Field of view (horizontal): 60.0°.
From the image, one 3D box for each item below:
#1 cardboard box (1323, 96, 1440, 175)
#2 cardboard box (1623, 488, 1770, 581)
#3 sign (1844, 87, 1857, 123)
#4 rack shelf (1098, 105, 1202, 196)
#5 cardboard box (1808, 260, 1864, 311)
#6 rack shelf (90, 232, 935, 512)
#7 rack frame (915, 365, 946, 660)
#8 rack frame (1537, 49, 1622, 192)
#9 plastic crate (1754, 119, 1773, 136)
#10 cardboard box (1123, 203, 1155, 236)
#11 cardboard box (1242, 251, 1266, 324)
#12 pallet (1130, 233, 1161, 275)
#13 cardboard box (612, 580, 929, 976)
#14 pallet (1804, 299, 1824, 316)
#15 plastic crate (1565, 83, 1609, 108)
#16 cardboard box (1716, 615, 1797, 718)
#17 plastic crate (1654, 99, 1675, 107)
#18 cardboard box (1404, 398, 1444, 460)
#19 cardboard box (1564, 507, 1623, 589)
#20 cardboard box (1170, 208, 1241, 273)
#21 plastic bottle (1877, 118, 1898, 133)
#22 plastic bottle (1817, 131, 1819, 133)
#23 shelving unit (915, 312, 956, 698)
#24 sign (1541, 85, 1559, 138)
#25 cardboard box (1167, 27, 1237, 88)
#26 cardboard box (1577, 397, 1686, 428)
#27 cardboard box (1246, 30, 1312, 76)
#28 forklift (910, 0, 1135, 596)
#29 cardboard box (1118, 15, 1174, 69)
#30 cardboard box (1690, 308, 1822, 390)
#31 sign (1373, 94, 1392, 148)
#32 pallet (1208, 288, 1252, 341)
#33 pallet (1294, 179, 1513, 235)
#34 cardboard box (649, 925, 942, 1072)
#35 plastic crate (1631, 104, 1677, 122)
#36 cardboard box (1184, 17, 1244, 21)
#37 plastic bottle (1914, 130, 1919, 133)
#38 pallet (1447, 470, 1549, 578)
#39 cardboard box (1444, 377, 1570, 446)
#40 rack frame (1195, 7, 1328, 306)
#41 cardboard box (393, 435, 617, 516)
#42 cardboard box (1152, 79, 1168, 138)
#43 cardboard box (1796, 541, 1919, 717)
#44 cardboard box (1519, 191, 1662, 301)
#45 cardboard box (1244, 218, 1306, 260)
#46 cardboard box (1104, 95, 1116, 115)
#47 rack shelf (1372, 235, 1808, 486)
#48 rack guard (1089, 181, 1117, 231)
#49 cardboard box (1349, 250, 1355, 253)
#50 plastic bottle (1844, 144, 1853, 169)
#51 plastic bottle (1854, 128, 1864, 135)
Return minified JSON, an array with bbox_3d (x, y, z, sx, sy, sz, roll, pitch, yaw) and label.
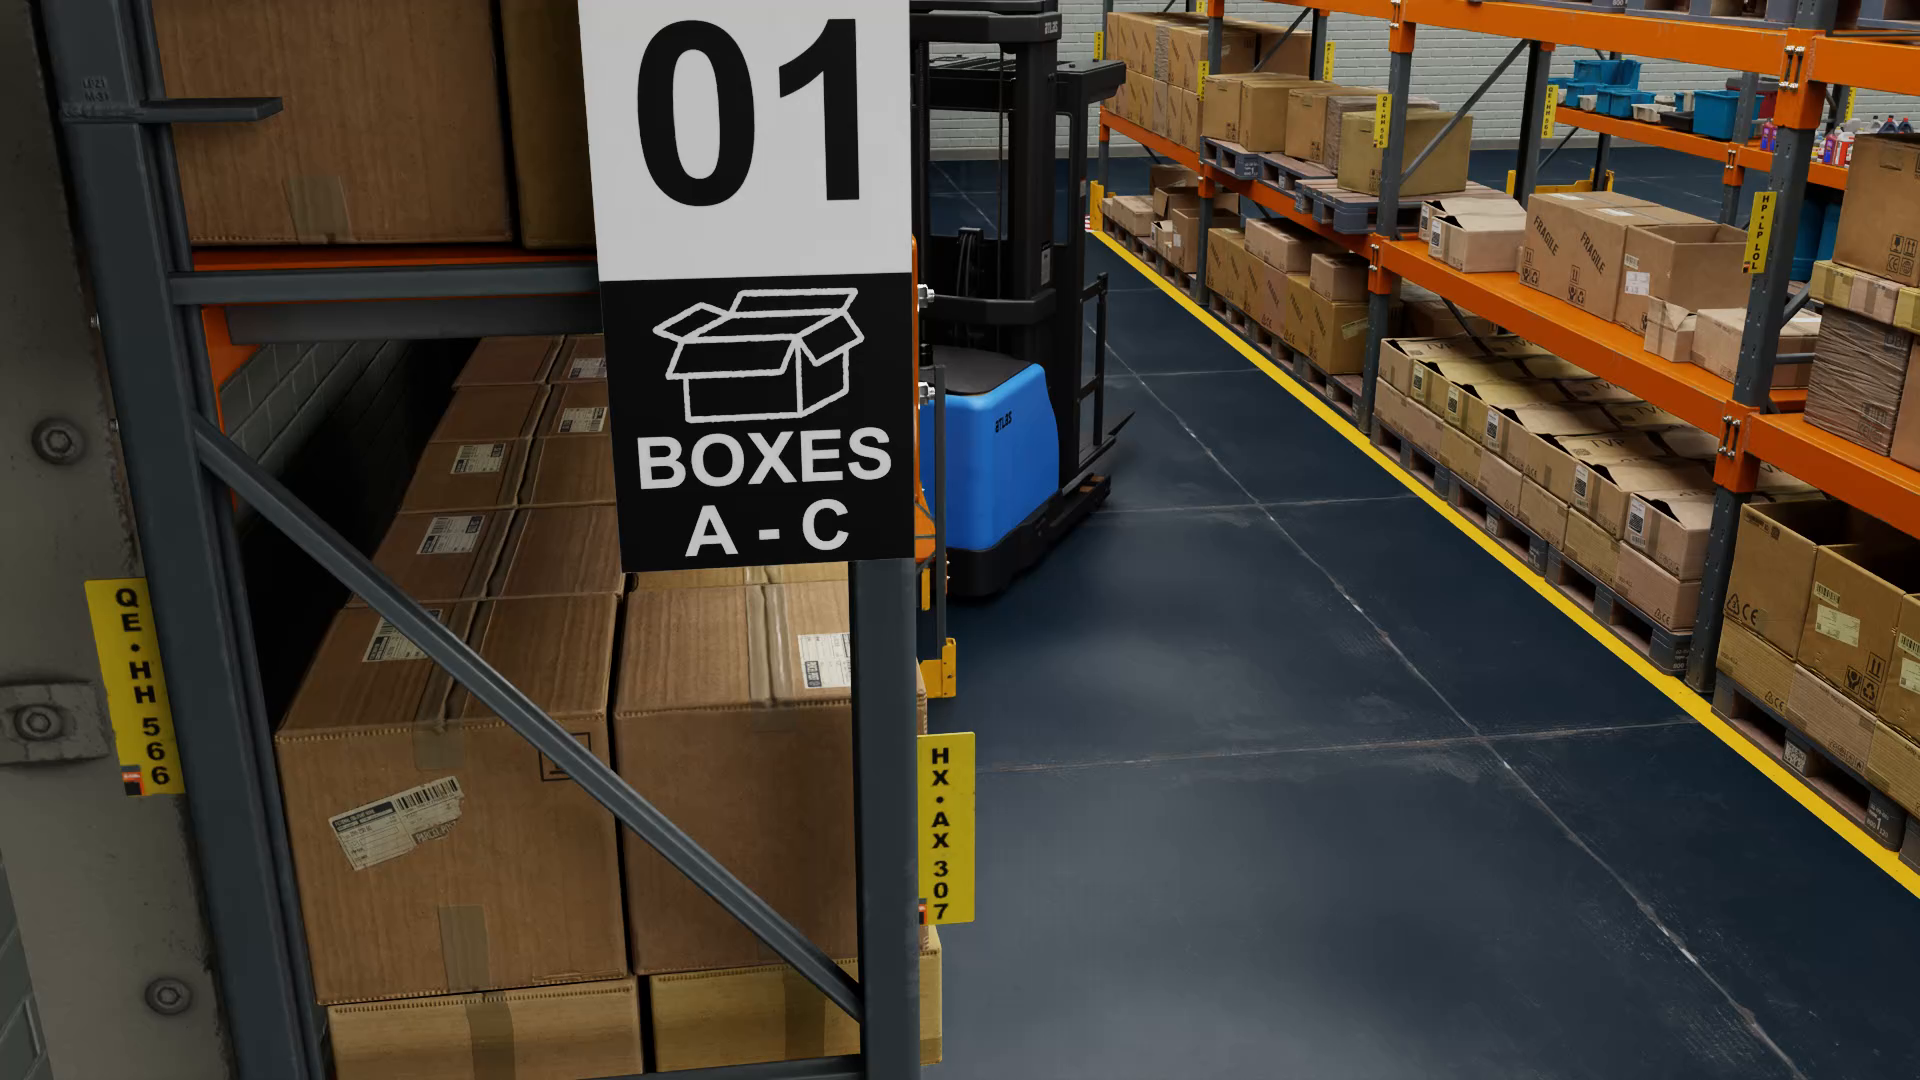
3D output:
[{"bbox_3d":[3.039,-2.930,12.031,0.700,0.500,0.500,1,20,2],"label":"cardboard box"},{"bbox_3d":[3.418,-0.060,7.618,0.500,0.311,0.500,-3,21,-8],"label":"cardboard box"},{"bbox_3d":[8.054,-3.938,15.078,0.100,0.325,0.005,-3,21,-8],"label":"sign"},{"bbox_3d":[2.319,-3.888,16.368,1.077,0.370,4.000,-3,21,-8],"label":"rack shelf"},{"bbox_3d":[3.607,-1.011,6.566,0.380,0.149,0.250,-3,21,-8],"label":"cardboard box"},{"bbox_3d":[-0.853,-0.888,4.047,1.077,0.370,4.000,-3,21,-8],"label":"rack shelf"},{"bbox_3d":[-0.310,-0.002,7.079,0.500,1.500,0.032,-3,21,-7],"label":"rack frame"},{"bbox_3d":[6.933,-5.166,18.762,1.000,3.000,0.127,-3,21,-8],"label":"rack frame"},{"bbox_3d":[7.584,-3.854,15.540,0.396,0.136,0.243,-3,21,-8],"label":"plastic crate"},{"bbox_3d":[1.972,-3.287,17.031,0.500,0.250,0.500,-3,21,-8],"label":"cardboard box"},{"bbox_3d":[2.588,-2.031,13.310,0.500,0.500,0.500,-3,21,-7],"label":"cardboard box"},{"bbox_3d":[2.330,-2.888,16.646,1.003,0.211,1.213,-3,21,-8],"label":"pallet"},{"bbox_3d":[-0.336,0.402,2.966,0.500,0.500,0.500,-3,21,-8],"label":"cardboard box"},{"bbox_3d":[7.759,-1.783,13.687,1.003,0.211,1.213,-3,21,-8],"label":"pallet"},{"bbox_3d":[6.737,-4.786,17.897,0.416,0.233,0.300,-3,21,-8],"label":"plastic crate"},{"bbox_3d":[3.527,0.504,6.909,0.500,0.250,0.500,-3,21,-8],"label":"cardboard box"},{"bbox_3d":[7.382,-4.500,17.268,0.298,0.136,0.250,-3,21,-8],"label":"plastic crate"},{"bbox_3d":[3.042,-0.686,10.097,0.500,0.250,0.500,-3,21,-9],"label":"cardboard box"},{"bbox_3d":[3.343,0.024,8.194,0.500,0.250,0.500,-3,21,-9],"label":"cardboard box"},{"bbox_3d":[2.244,-2.751,15.238,0.500,0.500,0.500,-3,21,-8],"label":"cardboard box"},{"bbox_3d":[7.850,-3.385,14.063,0.144,0.351,0.185,-3,21,-8],"label":"plastic bottle"},{"bbox_3d":[7.252,-3.417,14.256,0.152,0.276,0.135,-3,21,-8],"label":"plastic bottle"},{"bbox_3d":[-0.378,-0.182,7.559,0.587,1.500,1.083,-3,21,-7],"label":"shelving unit"},{"bbox_3d":[3.733,-2.720,10.556,0.100,0.325,0.005,-3,21,-8],"label":"sign"},{"bbox_3d":[2.202,-4.387,15.104,0.500,0.500,0.500,-3,21,-9],"label":"cardboard box"},{"bbox_3d":[3.724,-0.622,9.123,0.500,0.311,0.500,-2,21,-6],"label":"cardboard box"},{"bbox_3d":[2.818,-4.225,14.671,0.500,0.500,0.500,-2,21,-6],"label":"cardboard box"},{"bbox_3d":[0.242,-1.574,9.240,1.130,2.935,3.031,8,22,21],"label":"forklift"},{"bbox_3d":[1.917,-5.086,16.973,0.500,0.500,0.500,-3,21,-7],"label":"cardboard box"},{"bbox_3d":[3.646,-0.861,7.449,0.500,0.250,0.500,-2,21,-4],"label":"cardboard box"},{"bbox_3d":[2.648,-2.623,10.409,0.100,0.325,0.005,-3,21,-8],"label":"sign"},{"bbox_3d":[2.762,-1.947,14.127,1.003,0.211,1.213,-3,21,-8],"label":"pallet"},{"bbox_3d":[3.017,-2.289,11.333,1.213,0.211,1.003,-3,21,-8],"label":"pallet"},{"bbox_3d":[-0.321,0.749,3.110,0.500,0.250,0.500,-4,21,-9],"label":"cardboard box"},{"bbox_3d":[6.961,-4.274,16.663,0.293,0.136,0.466,-3,21,-8],"label":"plastic crate"},{"bbox_3d":[2.520,-4.939,16.580,0.500,0.500,0.500,-2,21,-6],"label":"cardboard box"},{"bbox_3d":[8.011,-3.302,13.947,0.152,0.276,0.135,-3,21,-8],"label":"plastic bottle"},{"bbox_3d":[3.436,-0.133,9.271,1.003,0.211,1.213,-3,21,-8],"label":"pallet"},{"bbox_3d":[3.124,-0.765,9.506,0.500,0.311,0.500,-3,21,-9],"label":"cardboard box"},{"bbox_3d":[2.607,-3.533,14.388,1.000,3.000,0.127,-3,21,-8],"label":"rack frame"},{"bbox_3d":[-0.984,0.077,3.838,0.500,0.500,0.500,-3,21,-9],"label":"cardboard box"},{"bbox_3d":[2.129,-4.096,15.753,0.500,0.500,0.500,-2,21,-7],"label":"cardboard box"},{"bbox_3d":[3.597,0.326,6.314,0.500,0.500,0.500,-3,21,-8],"label":"cardboard box"},{"bbox_3d":[3.442,-1.615,9.109,0.500,0.500,0.500,-4,21,-11],"label":"cardboard box"},{"bbox_3d":[2.580,-2.393,13.209,0.500,0.250,0.500,-3,21,-8],"label":"cardboard box"},{"bbox_3d":[1.834,-4.798,17.632,0.500,0.500,0.500,-2,21,-7],"label":"cardboard box"},{"bbox_3d":[3.472,-1.119,8.952,1.077,0.370,4.000,-3,21,-8],"label":"rack shelf"},{"bbox_3d":[2.042,-3.721,18.463,1.175,0.500,0.348,-3,21,-8],"label":"rack guard"},{"bbox_3d":[3.097,-2.066,13.405,0.500,0.500,0.500,-3,21,-7],"label":"cardboard box"},{"bbox_3d":[7.322,-3.147,13.638,0.097,0.201,0.097,0,20,0],"label":"plastic bottle"},{"bbox_3d":[7.930,-3.529,14.663,0.097,0.201,0.097,0,20,0],"label":"plastic bottle"}]
